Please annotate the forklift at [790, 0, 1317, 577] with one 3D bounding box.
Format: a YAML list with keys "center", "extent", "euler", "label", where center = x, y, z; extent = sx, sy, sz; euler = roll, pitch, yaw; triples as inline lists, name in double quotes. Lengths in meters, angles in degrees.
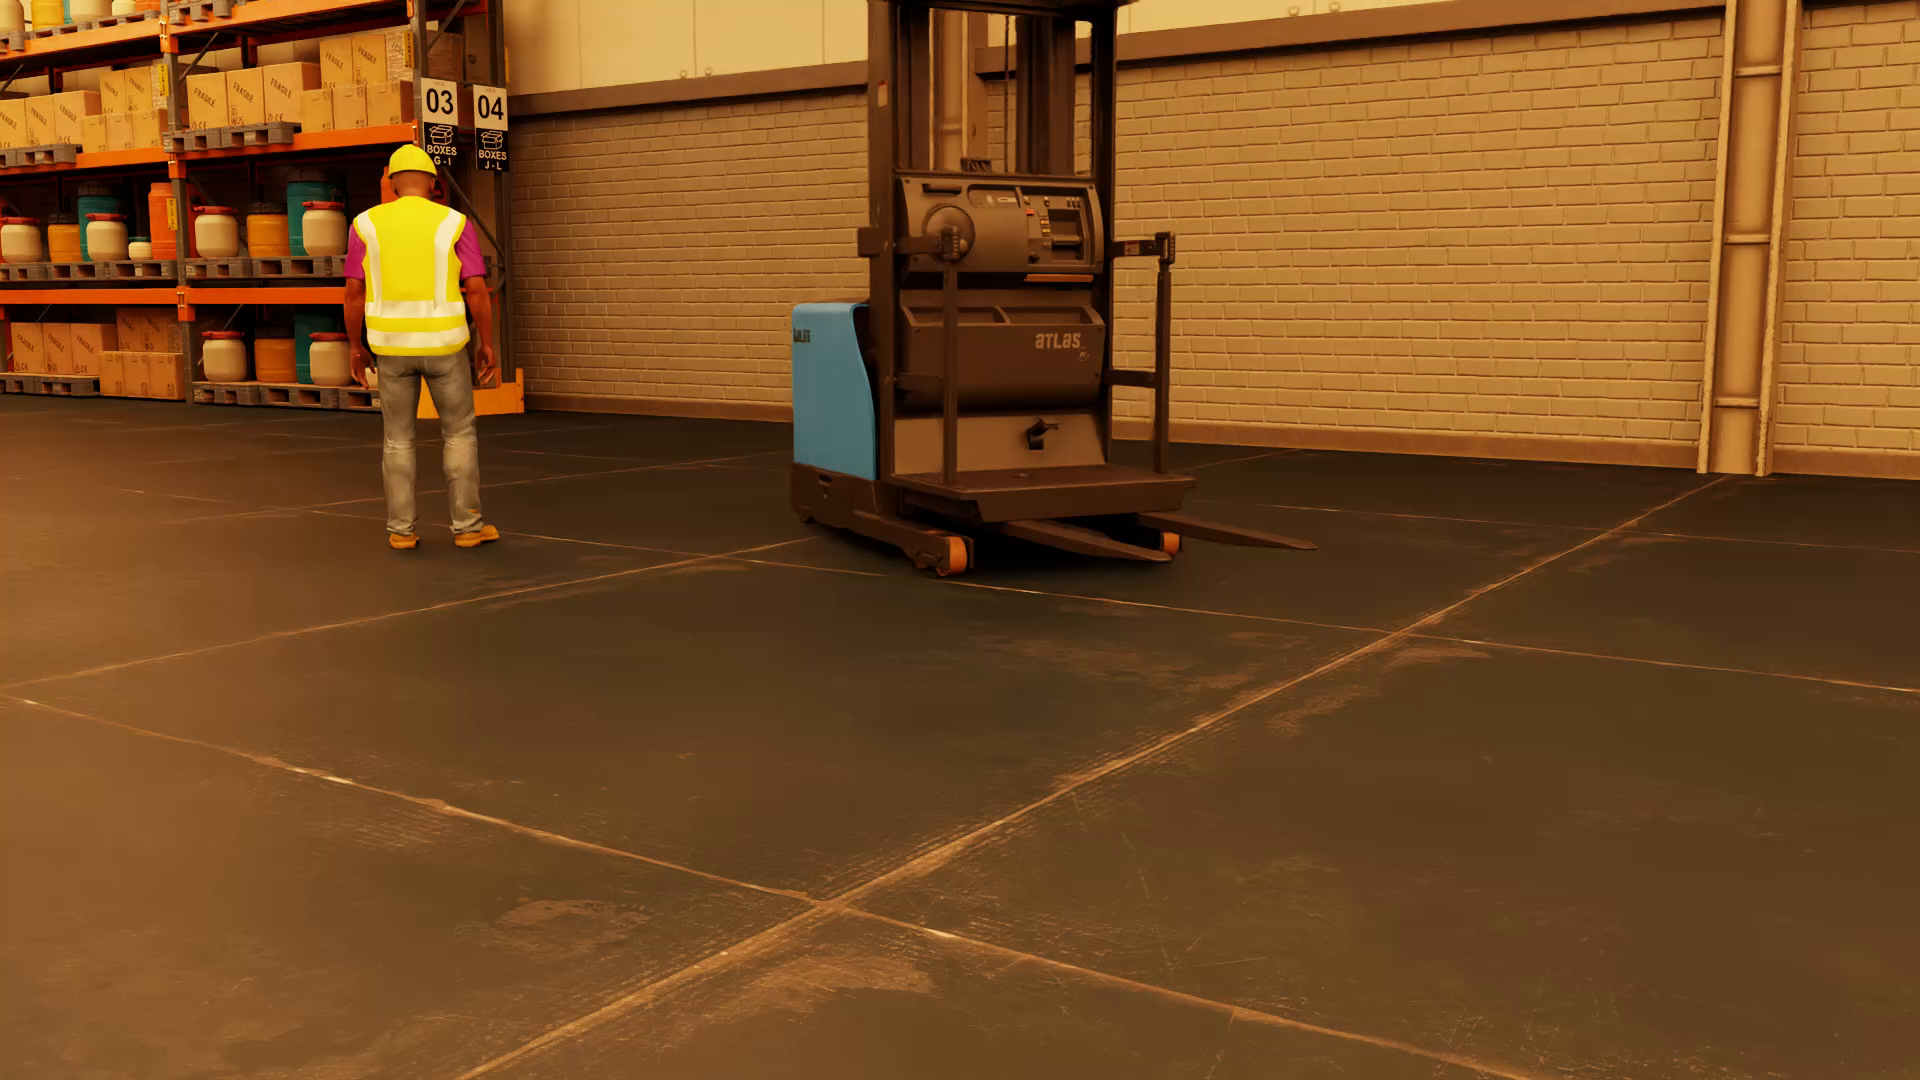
- center: [0.283, -1.374, 6.858]
  extent: [1.130, 2.935, 3.031]
  euler: [-4, 9, -26]
  label: "forklift"

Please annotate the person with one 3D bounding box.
- center: [-2.370, -0.848, 7.332]
  extent: [0.629, 1.759, 0.463]
  euler: [-1, 8, -7]
  label: "person"
